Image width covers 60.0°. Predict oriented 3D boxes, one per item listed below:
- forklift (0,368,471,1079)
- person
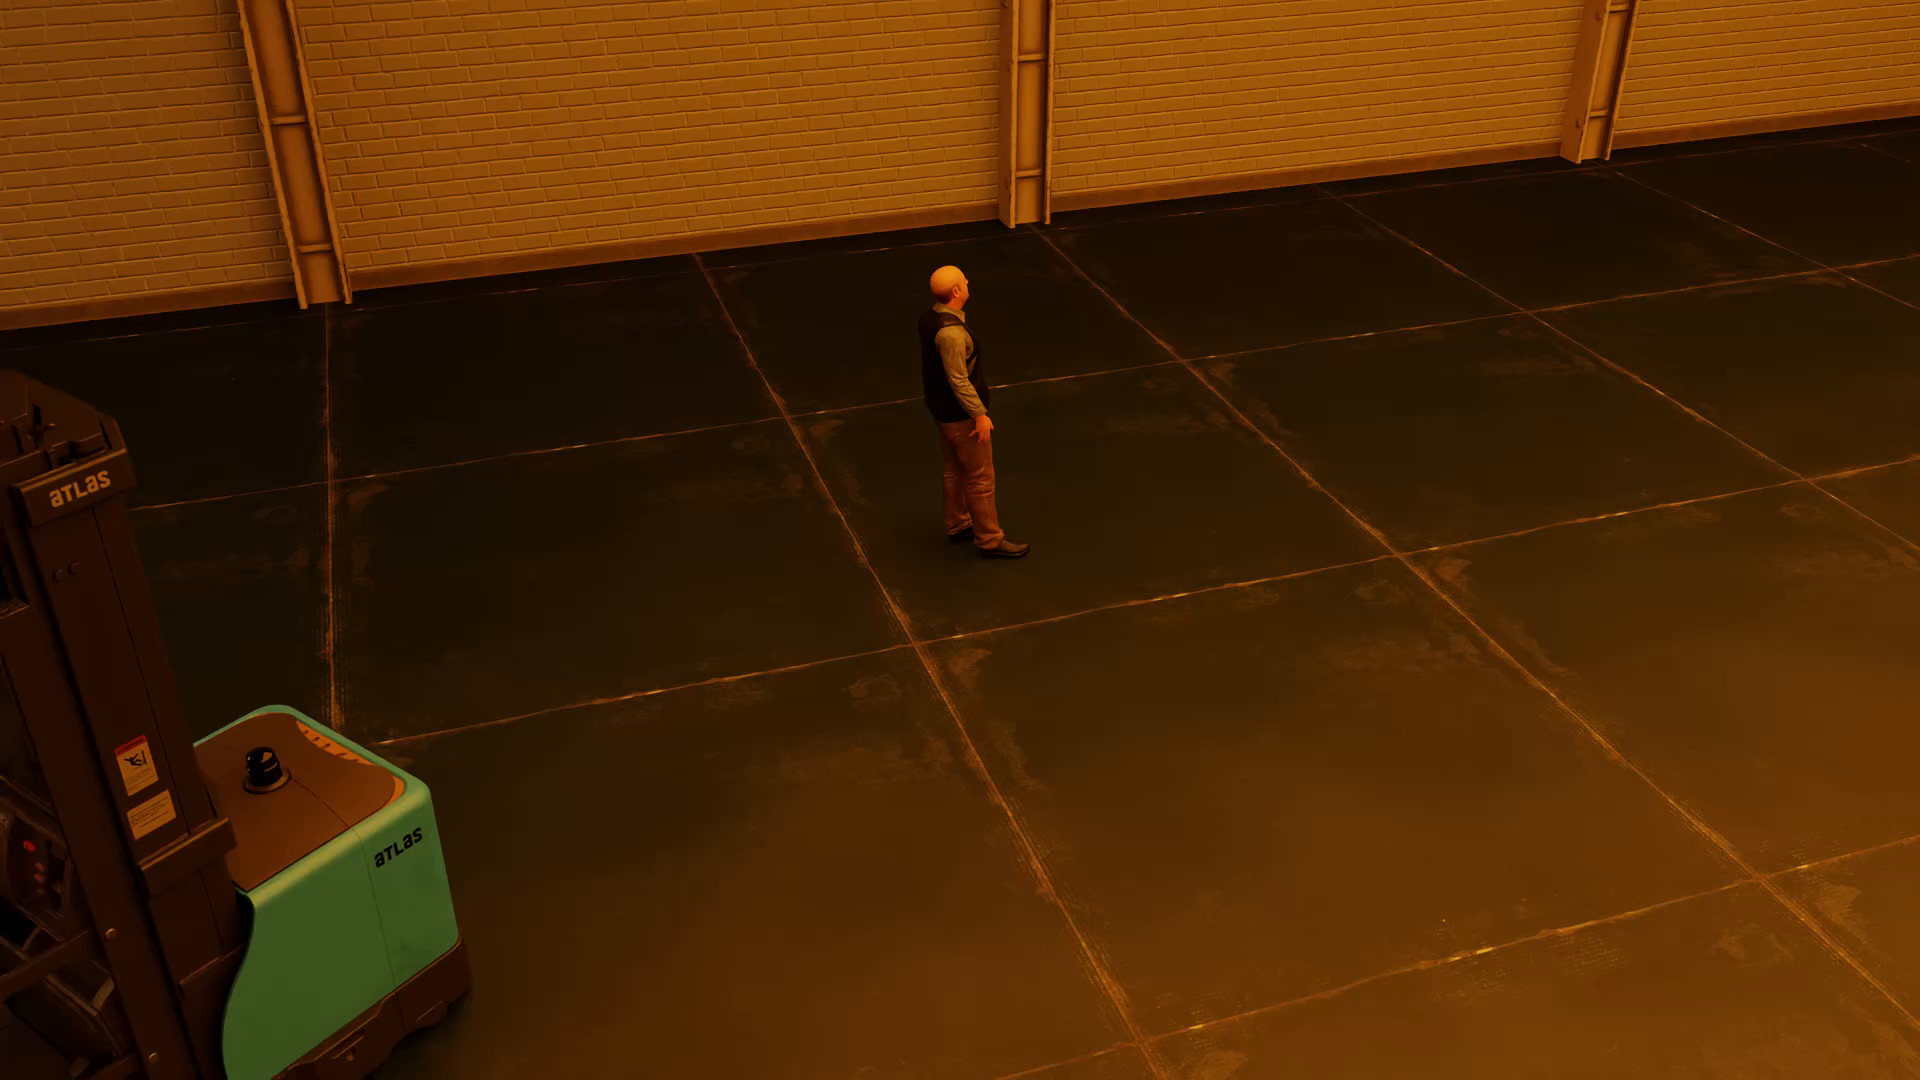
[{"bbox_3d":[-3.256,1.040,5.279,1.130,2.935,3.031,20,35,30],"label":"forklift"},{"bbox_3d":[0.061,-0.758,9.603,0.568,1.720,0.632,-10,31,-16],"label":"person"}]
